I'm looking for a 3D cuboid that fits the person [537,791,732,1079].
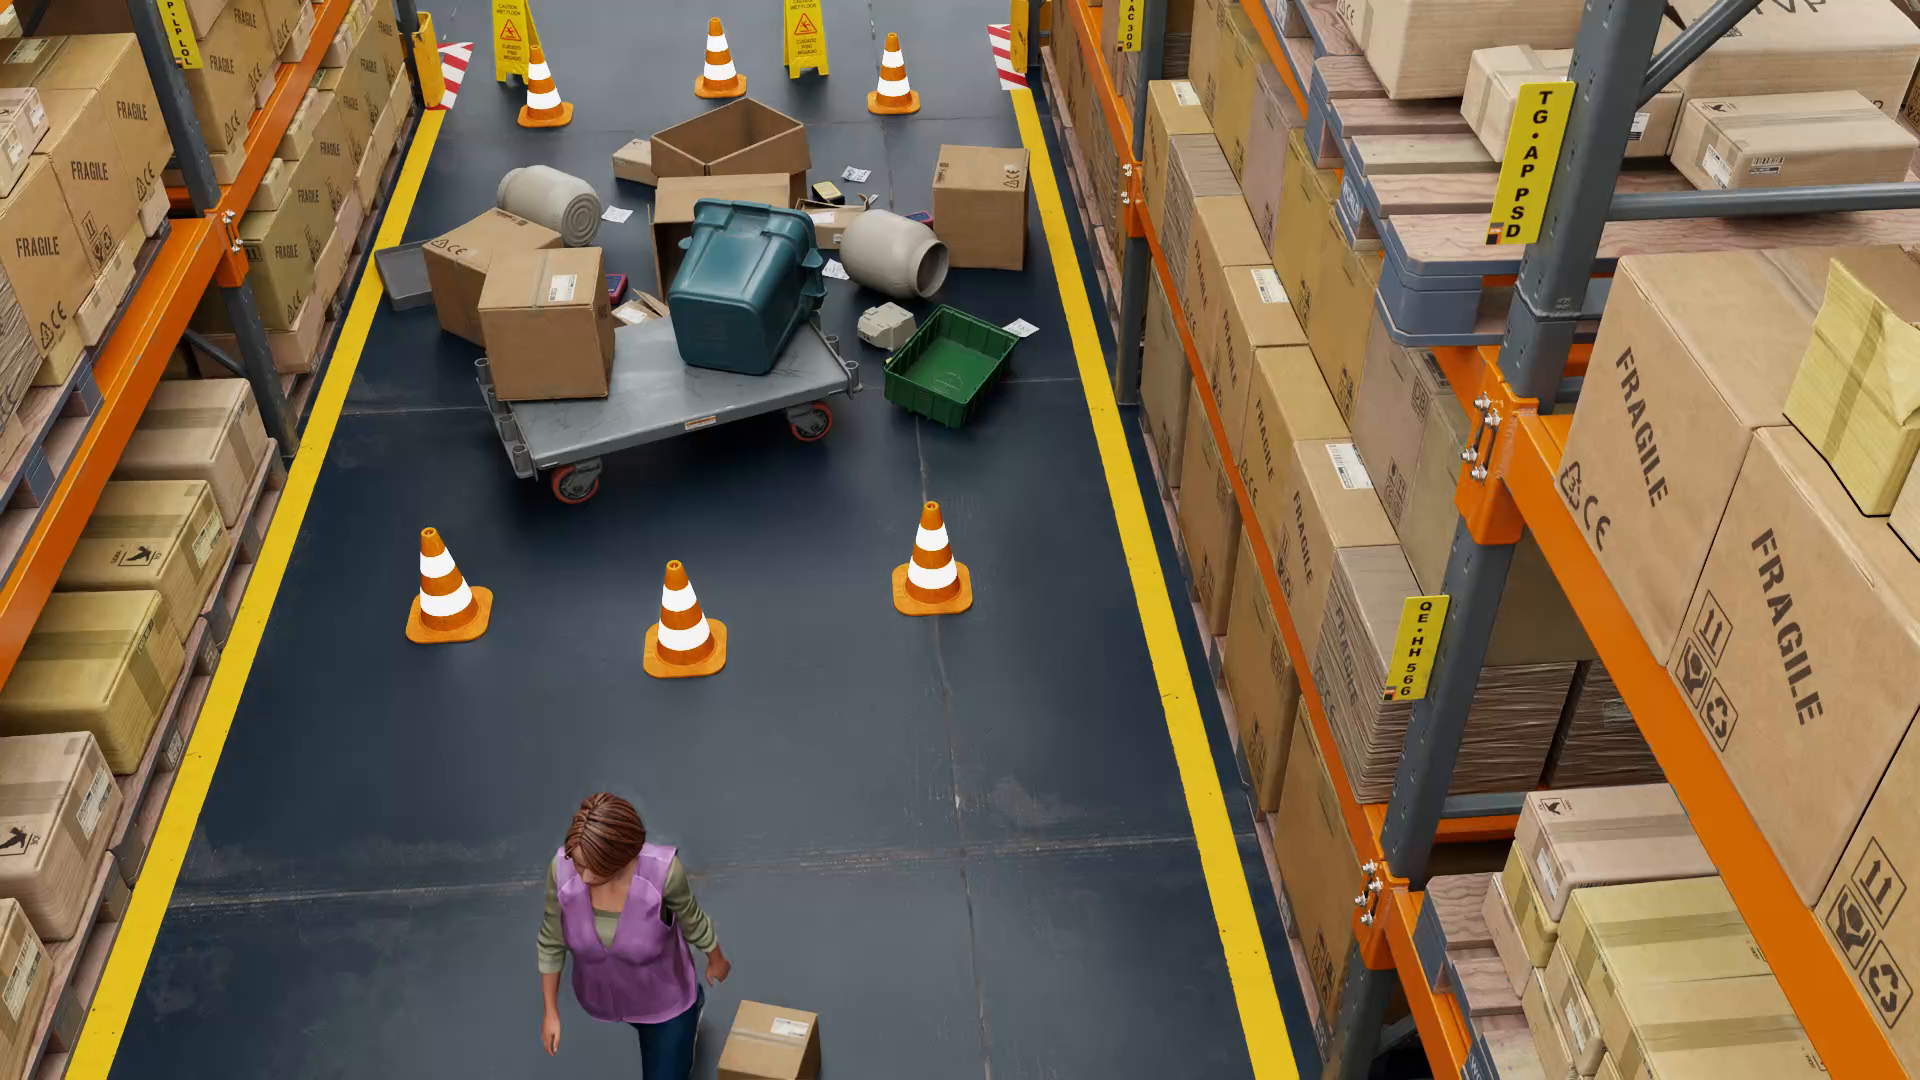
[{"bbox_3d":[-0.920,1.263,4.635,0.457,1.531,0.977,7,40,8],"label":"person"}]
